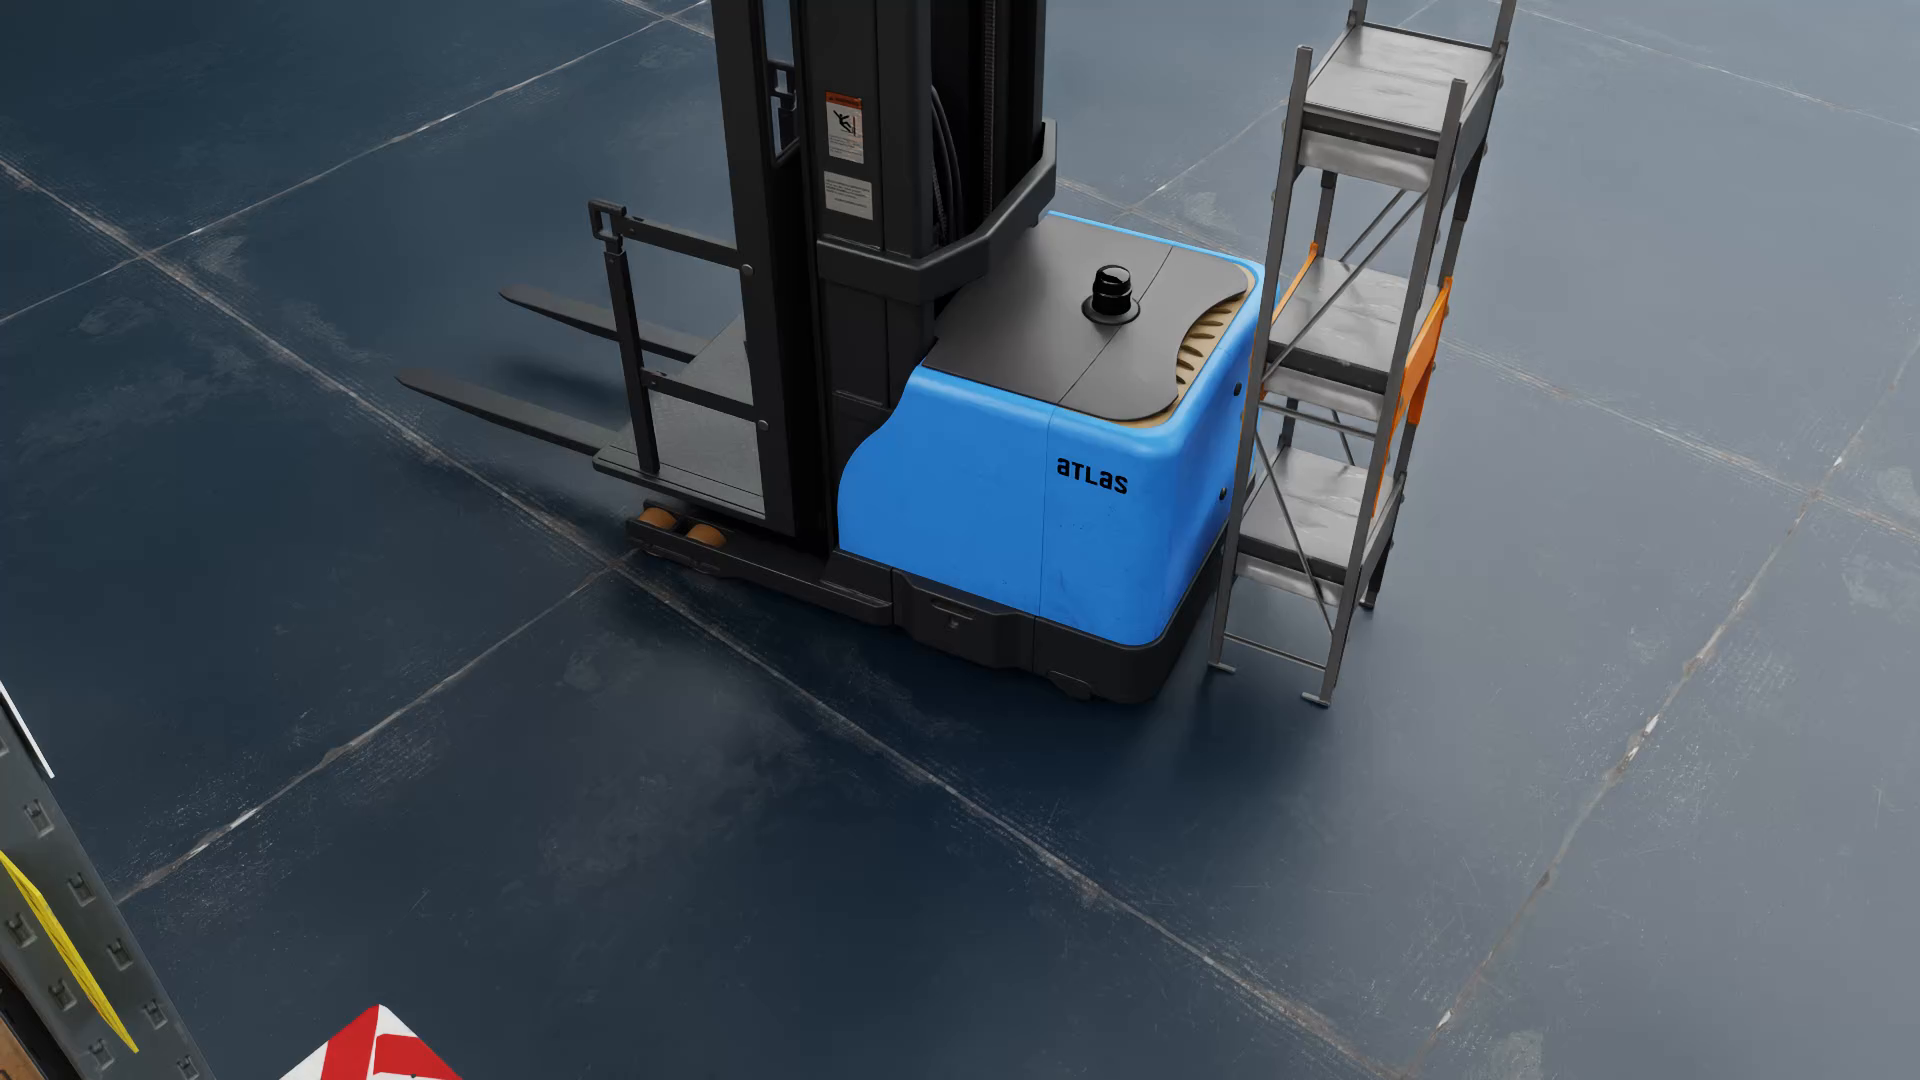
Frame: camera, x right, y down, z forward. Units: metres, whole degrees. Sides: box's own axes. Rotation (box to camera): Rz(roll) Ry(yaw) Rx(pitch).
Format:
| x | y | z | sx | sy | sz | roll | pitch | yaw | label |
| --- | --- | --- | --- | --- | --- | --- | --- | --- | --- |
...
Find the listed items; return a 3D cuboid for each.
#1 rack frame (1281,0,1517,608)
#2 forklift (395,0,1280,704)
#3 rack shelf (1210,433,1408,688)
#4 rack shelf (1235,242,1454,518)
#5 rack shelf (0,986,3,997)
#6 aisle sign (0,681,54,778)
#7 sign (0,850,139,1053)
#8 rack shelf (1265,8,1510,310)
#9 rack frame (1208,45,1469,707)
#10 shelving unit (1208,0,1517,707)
| x | y | z | sx | sy | sz | roll | pitch | yaw | label |
| --- | --- | --- | --- | --- | --- | --- | --- | --- | --- |
| 1.194 | -0.615 | 4.866 | 0.400 | 2.100 | 0.015 | 19 | 46 | 19 | rack frame |
| -0.563 | -1.270 | 4.968 | 3.031 | 2.935 | 1.130 | 18 | 45 | 19 | forklift |
| 1.084 | 0.059 | 5.185 | 0.431 | 0.518 | 0.480 | 19 | 46 | 19 | rack shelf |
| 1.084 | -0.459 | 4.714 | 0.431 | 0.518 | 0.480 | 19 | 46 | 19 | rack shelf |
| -2.738 | 2.056 | 1.794 | 1.077 | 0.370 | 4.000 | 29 | 50 | 28 | rack shelf |
| -1.175 | -0.108 | 1.707 | 0.394 | 0.787 | 0.004 | 29 | 50 | 28 | aisle sign |
| -1.044 | 0.486 | 1.949 | 0.100 | 0.325 | 0.005 | 29 | 50 | 28 | sign |
| 1.084 | -0.977 | 4.243 | 0.431 | 0.518 | 0.480 | 19 | 46 | 19 | rack shelf |
| 0.974 | -0.322 | 4.544 | 0.400 | 2.100 | 0.015 | 19 | 46 | 19 | rack frame |
| 1.084 | -0.469 | 4.705 | 0.431 | 2.100 | 0.503 | 19 | 46 | 19 | shelving unit |
